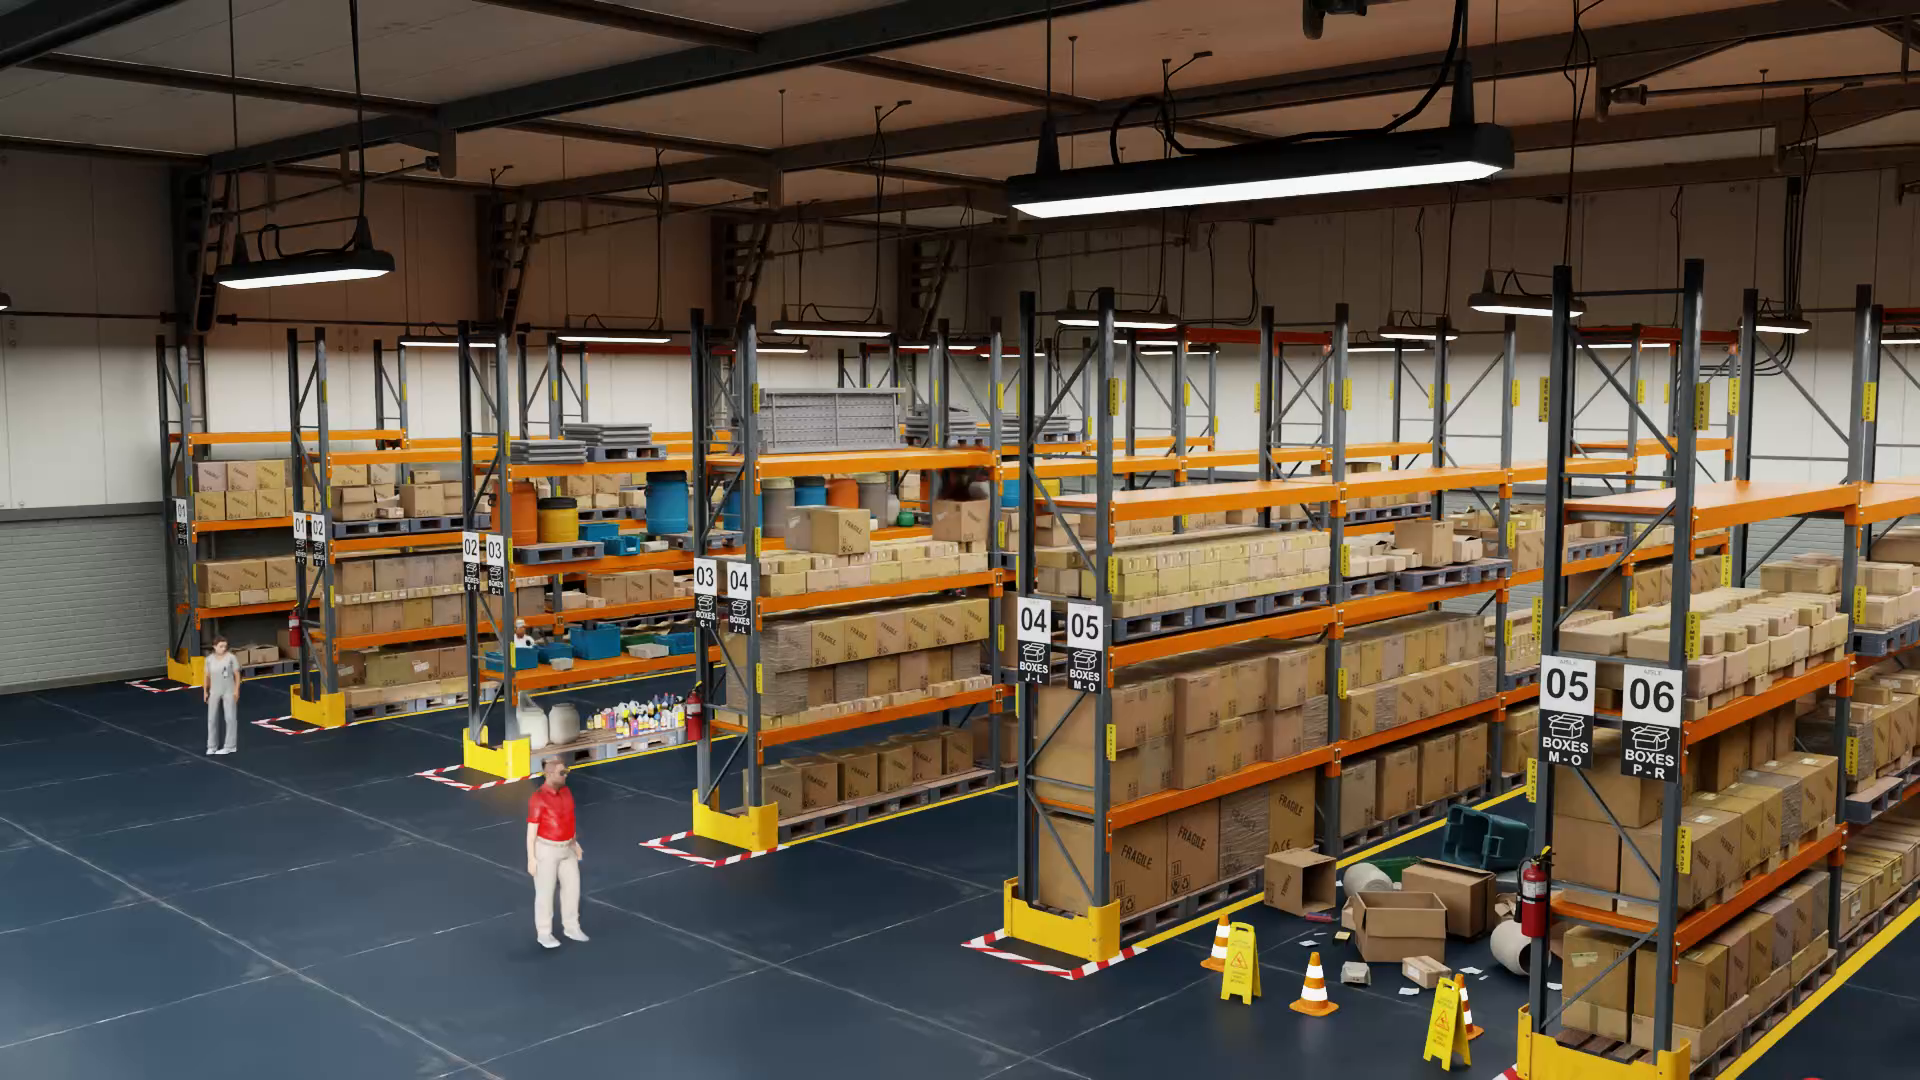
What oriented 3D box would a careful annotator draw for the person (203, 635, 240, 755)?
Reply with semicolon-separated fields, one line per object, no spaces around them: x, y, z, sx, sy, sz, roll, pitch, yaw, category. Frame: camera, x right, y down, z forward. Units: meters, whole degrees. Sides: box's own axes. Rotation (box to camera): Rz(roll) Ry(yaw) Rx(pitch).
-10.301;2.154;23.192;0.498;1.685;0.339;-1;5;-6;person

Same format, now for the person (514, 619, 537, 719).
-6.598;1.997;25.125;0.487;1.615;0.908;2;6;22;person

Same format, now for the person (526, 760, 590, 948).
-3.720;2.900;15.305;0.406;1.774;0.639;3;6;28;person

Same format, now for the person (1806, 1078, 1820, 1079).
4.164;3.499;8.199;0.486;1.788;0.631;2;6;22;person
